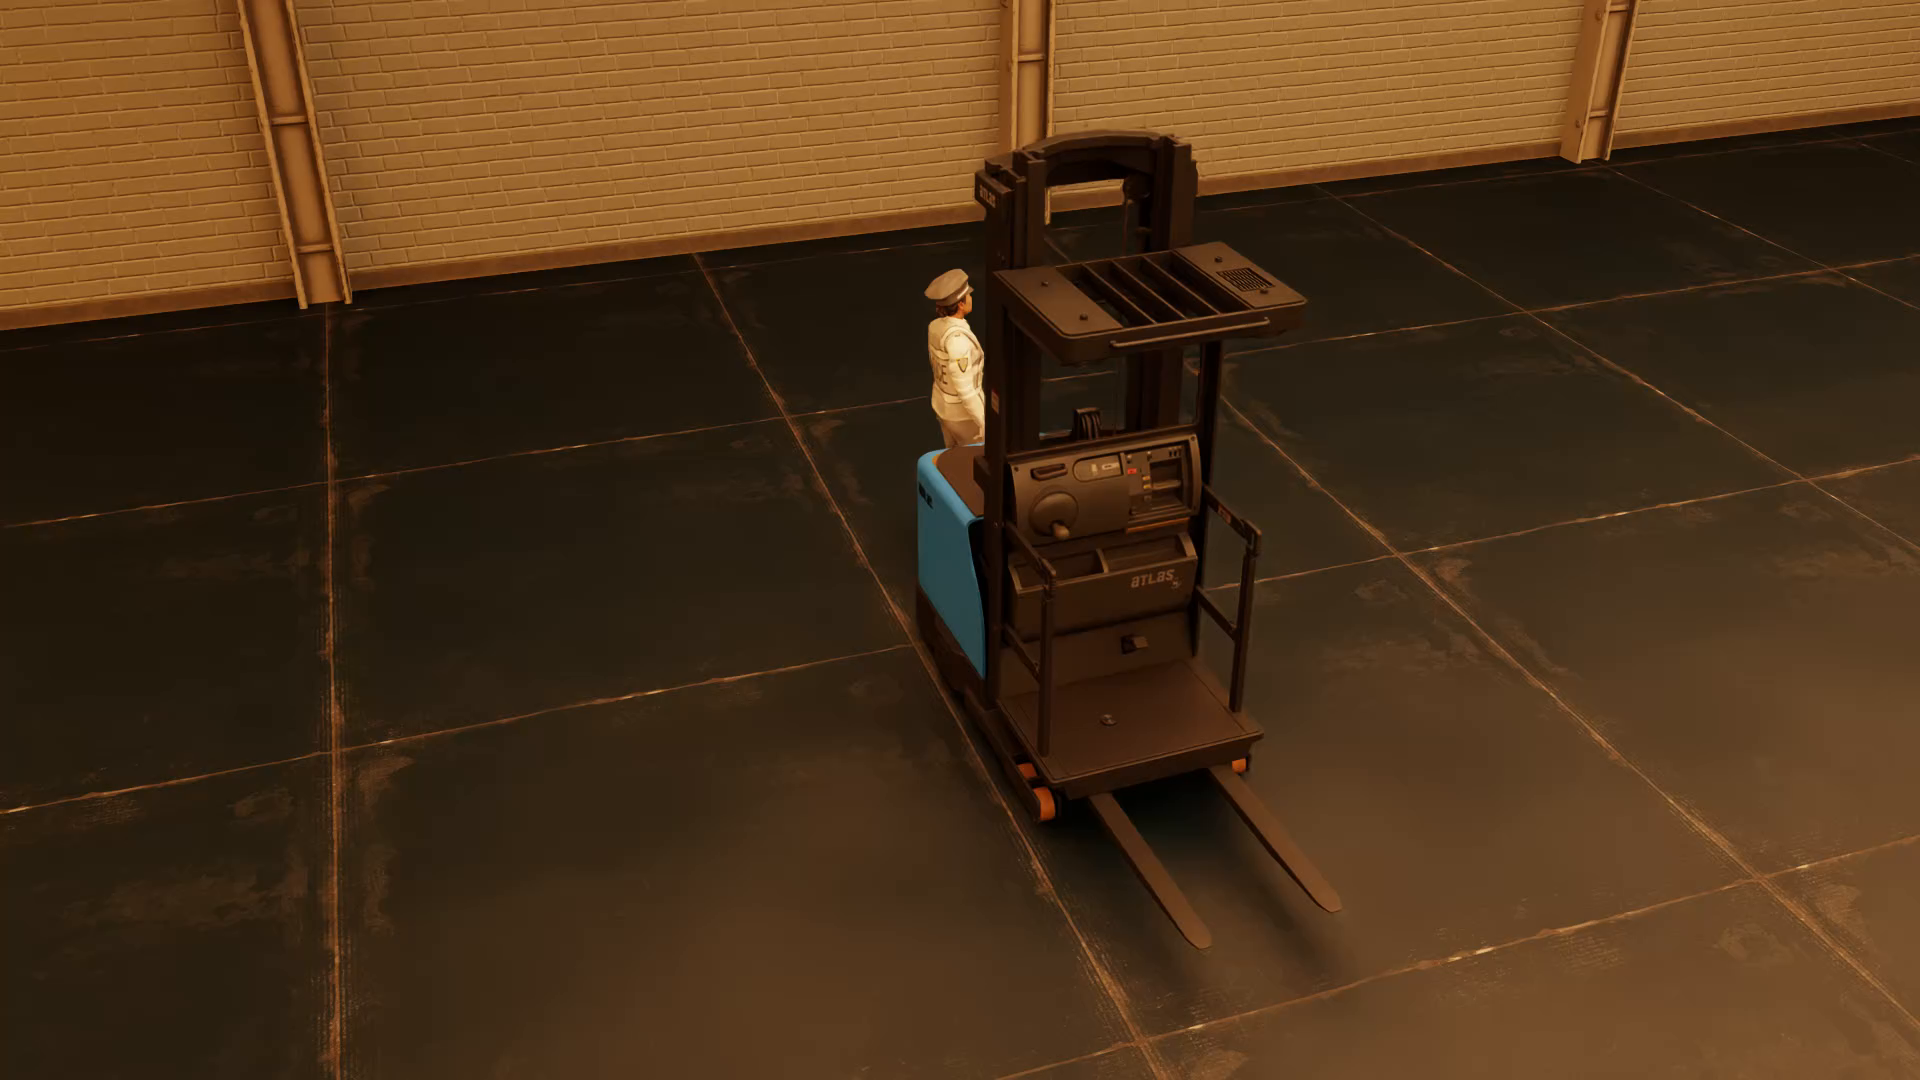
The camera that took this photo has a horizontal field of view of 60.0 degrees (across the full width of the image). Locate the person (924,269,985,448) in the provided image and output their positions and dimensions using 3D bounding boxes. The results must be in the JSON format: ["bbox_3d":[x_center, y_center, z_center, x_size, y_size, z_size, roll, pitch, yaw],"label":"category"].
[{"bbox_3d":[0.068,-0.748,9.618,0.509,1.693,0.602,-11,32,-18],"label":"person"}]

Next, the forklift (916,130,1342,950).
[{"bbox_3d":[0.750,-0.191,7.420,1.130,2.935,3.031,-11,32,-18],"label":"forklift"}]
